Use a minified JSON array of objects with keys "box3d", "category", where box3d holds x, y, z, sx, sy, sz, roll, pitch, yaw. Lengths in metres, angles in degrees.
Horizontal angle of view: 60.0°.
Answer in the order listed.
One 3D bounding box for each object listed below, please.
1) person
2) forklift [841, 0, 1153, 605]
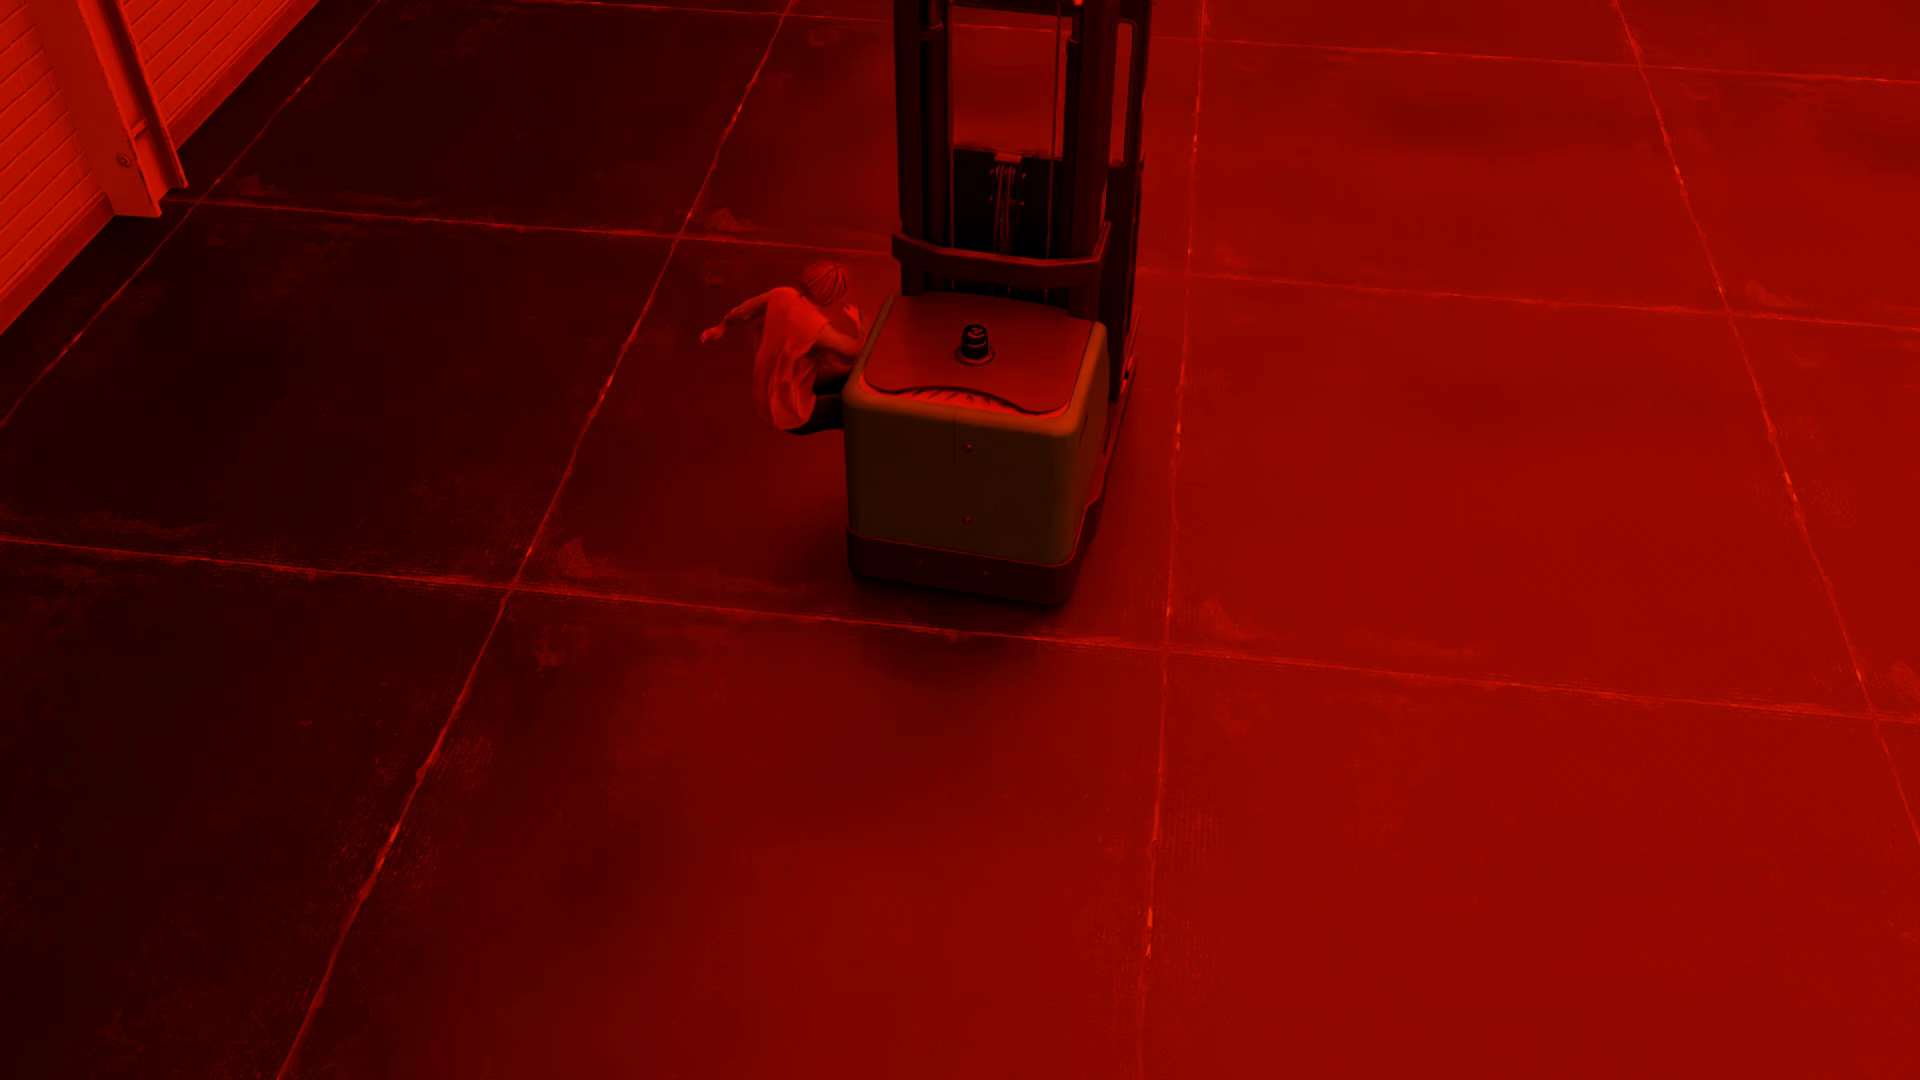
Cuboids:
[{"box3d":[-0.637,-0.807,7.853,0.843,1.326,0.916,-26,48,-25],"category":"person"},{"box3d":[0.314,-1.797,7.681,1.130,2.935,3.031,9,43,10],"category":"forklift"}]
